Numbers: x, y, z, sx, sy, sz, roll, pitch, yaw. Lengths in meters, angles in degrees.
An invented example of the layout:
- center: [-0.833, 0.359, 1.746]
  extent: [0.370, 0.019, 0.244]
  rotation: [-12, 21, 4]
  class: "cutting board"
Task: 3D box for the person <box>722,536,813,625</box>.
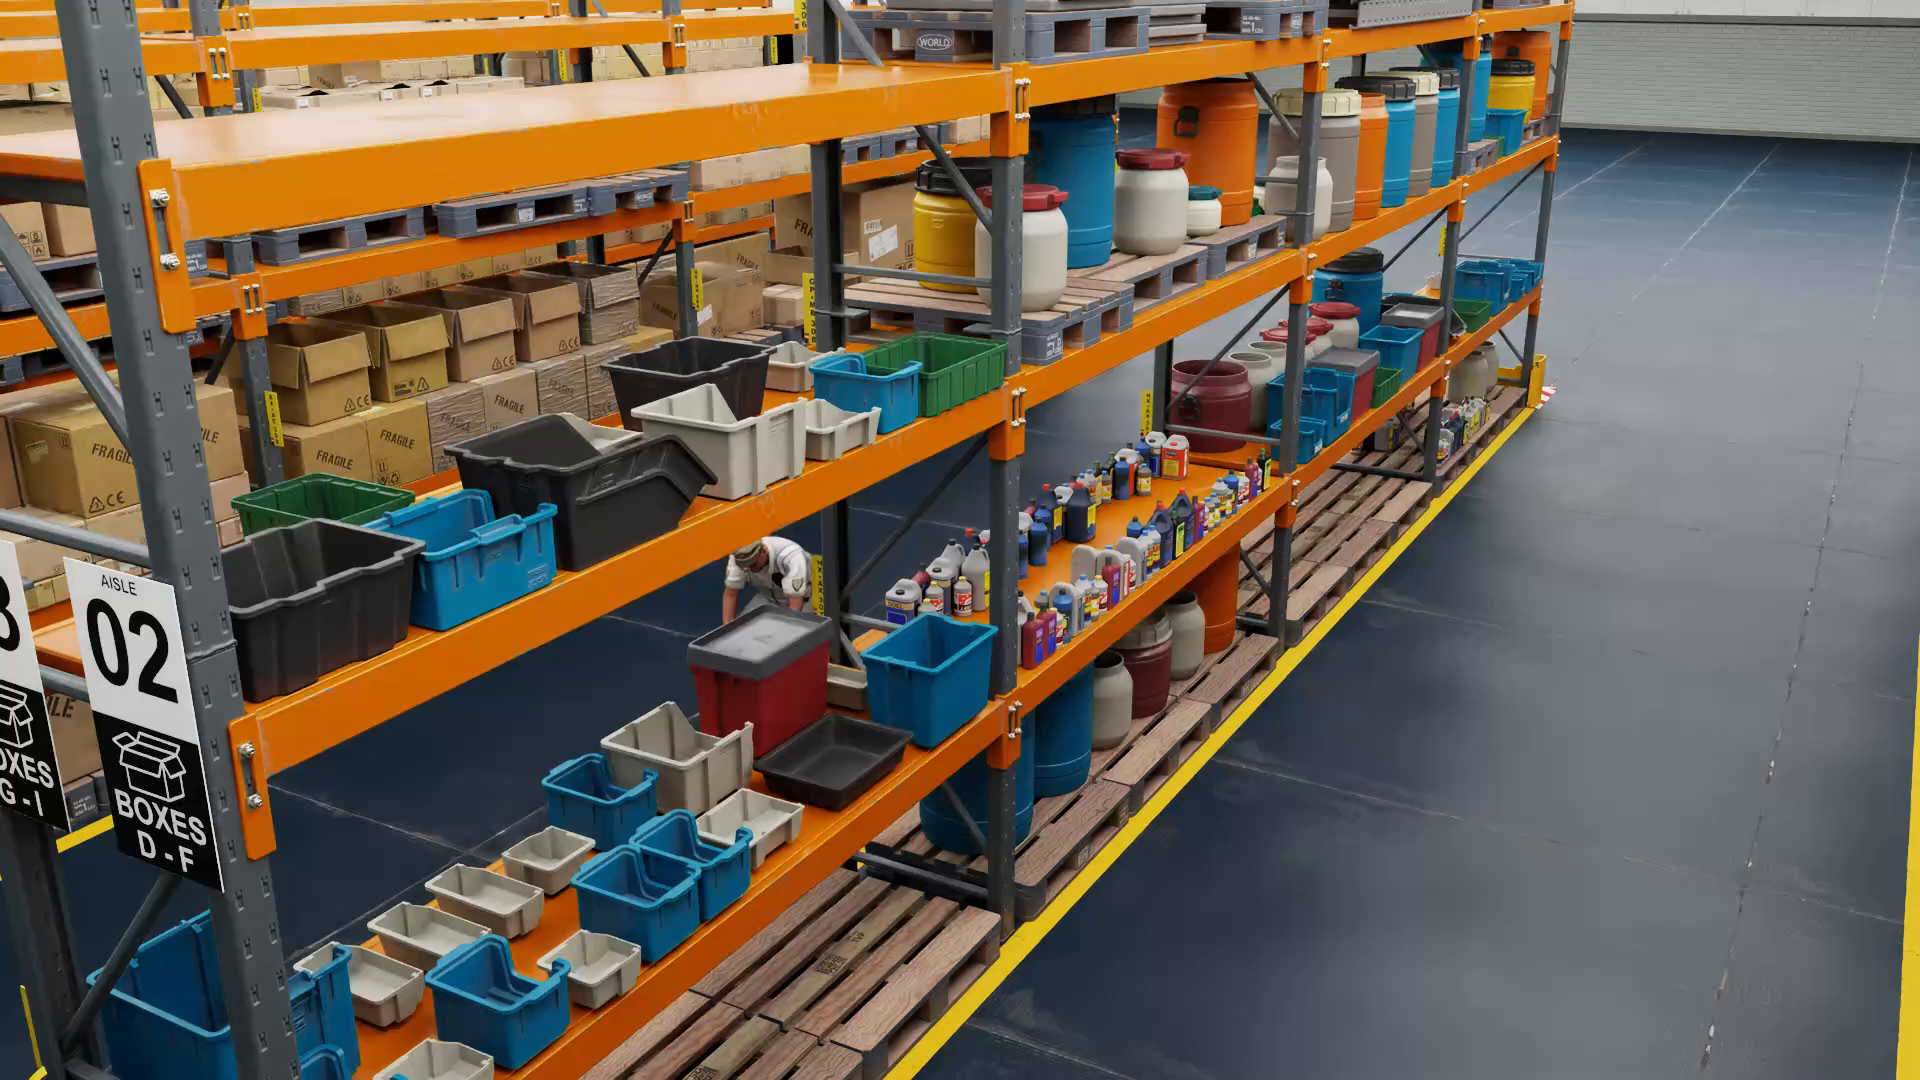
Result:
- center: [-1.167, 0.431, 10.607]
  extent: [0.581, 1.241, 0.882]
  rotation: [10, 22, 27]
  class: "person"
